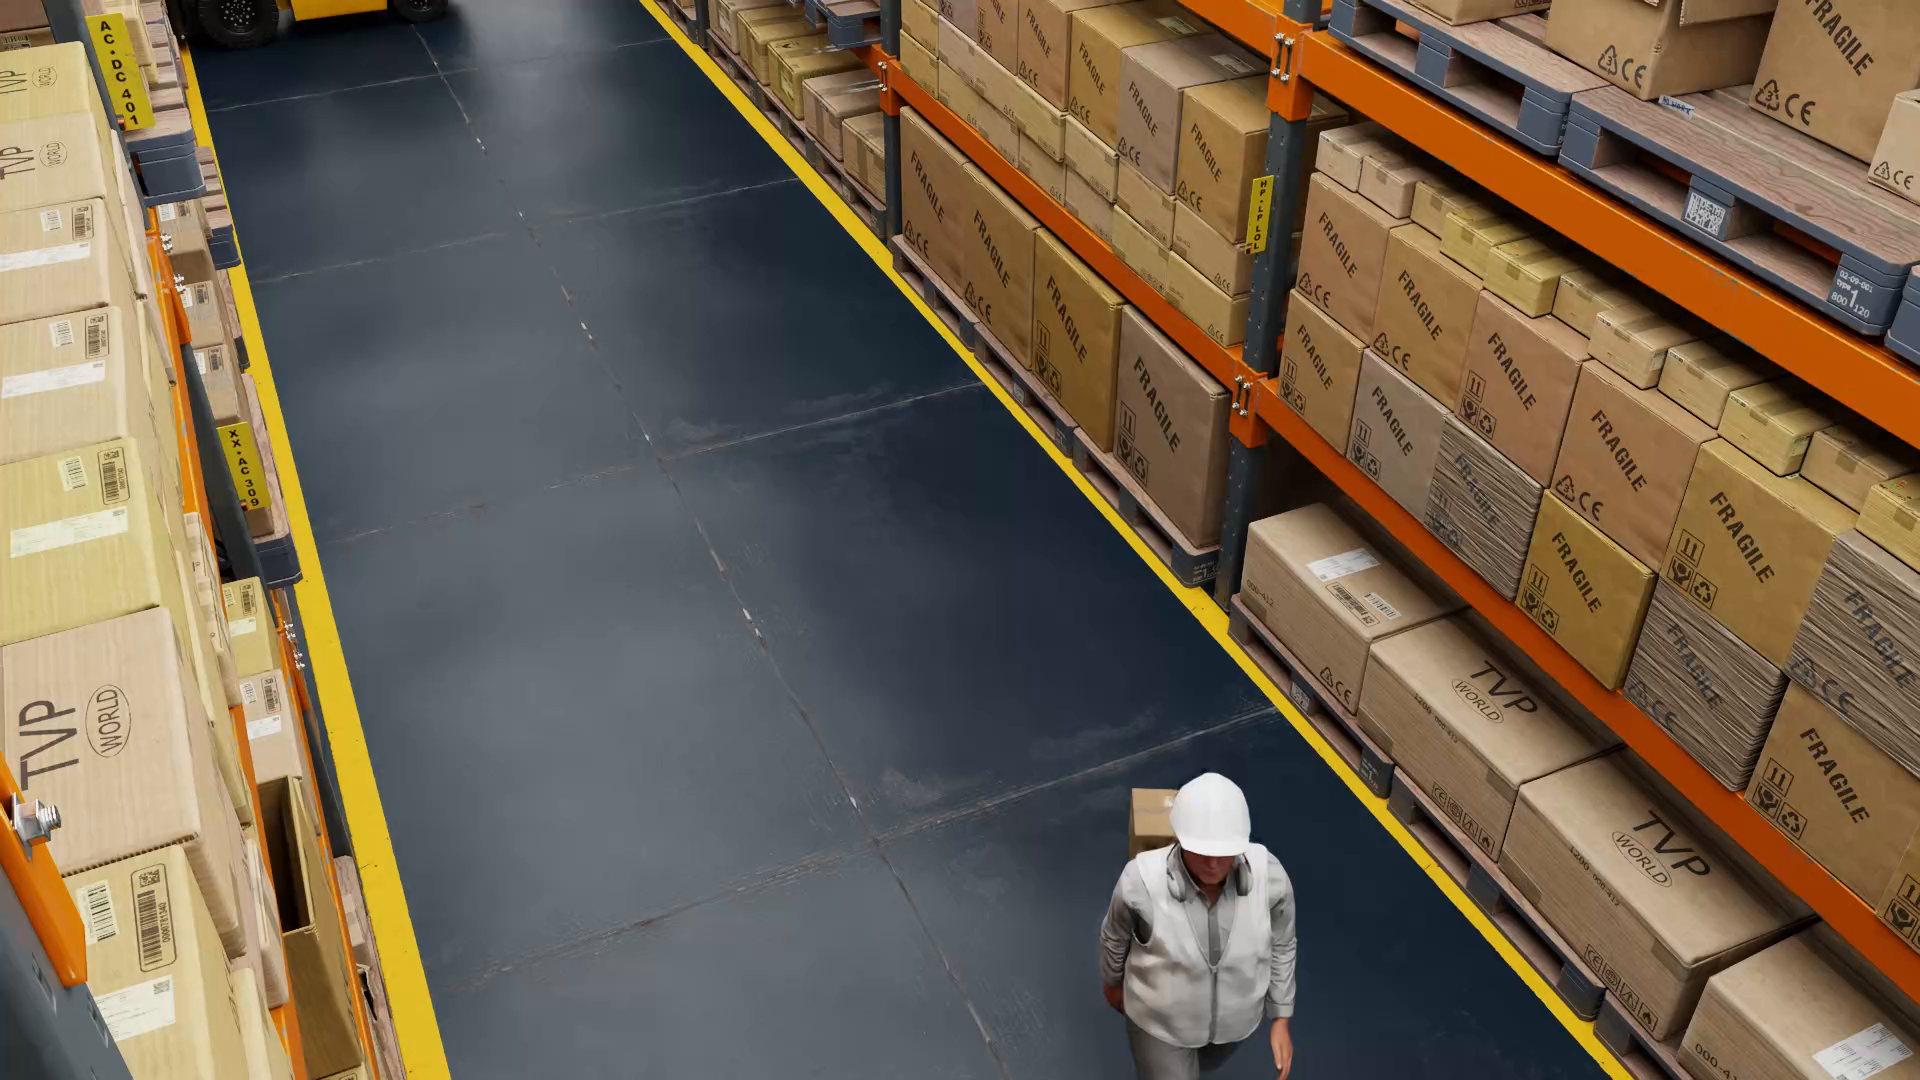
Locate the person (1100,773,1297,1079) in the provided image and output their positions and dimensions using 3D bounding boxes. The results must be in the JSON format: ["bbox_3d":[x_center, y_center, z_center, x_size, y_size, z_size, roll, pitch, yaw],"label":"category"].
[{"bbox_3d":[0.711,1.375,5.017,0.550,1.727,1.039,-6,38,-8],"label":"person"}]
